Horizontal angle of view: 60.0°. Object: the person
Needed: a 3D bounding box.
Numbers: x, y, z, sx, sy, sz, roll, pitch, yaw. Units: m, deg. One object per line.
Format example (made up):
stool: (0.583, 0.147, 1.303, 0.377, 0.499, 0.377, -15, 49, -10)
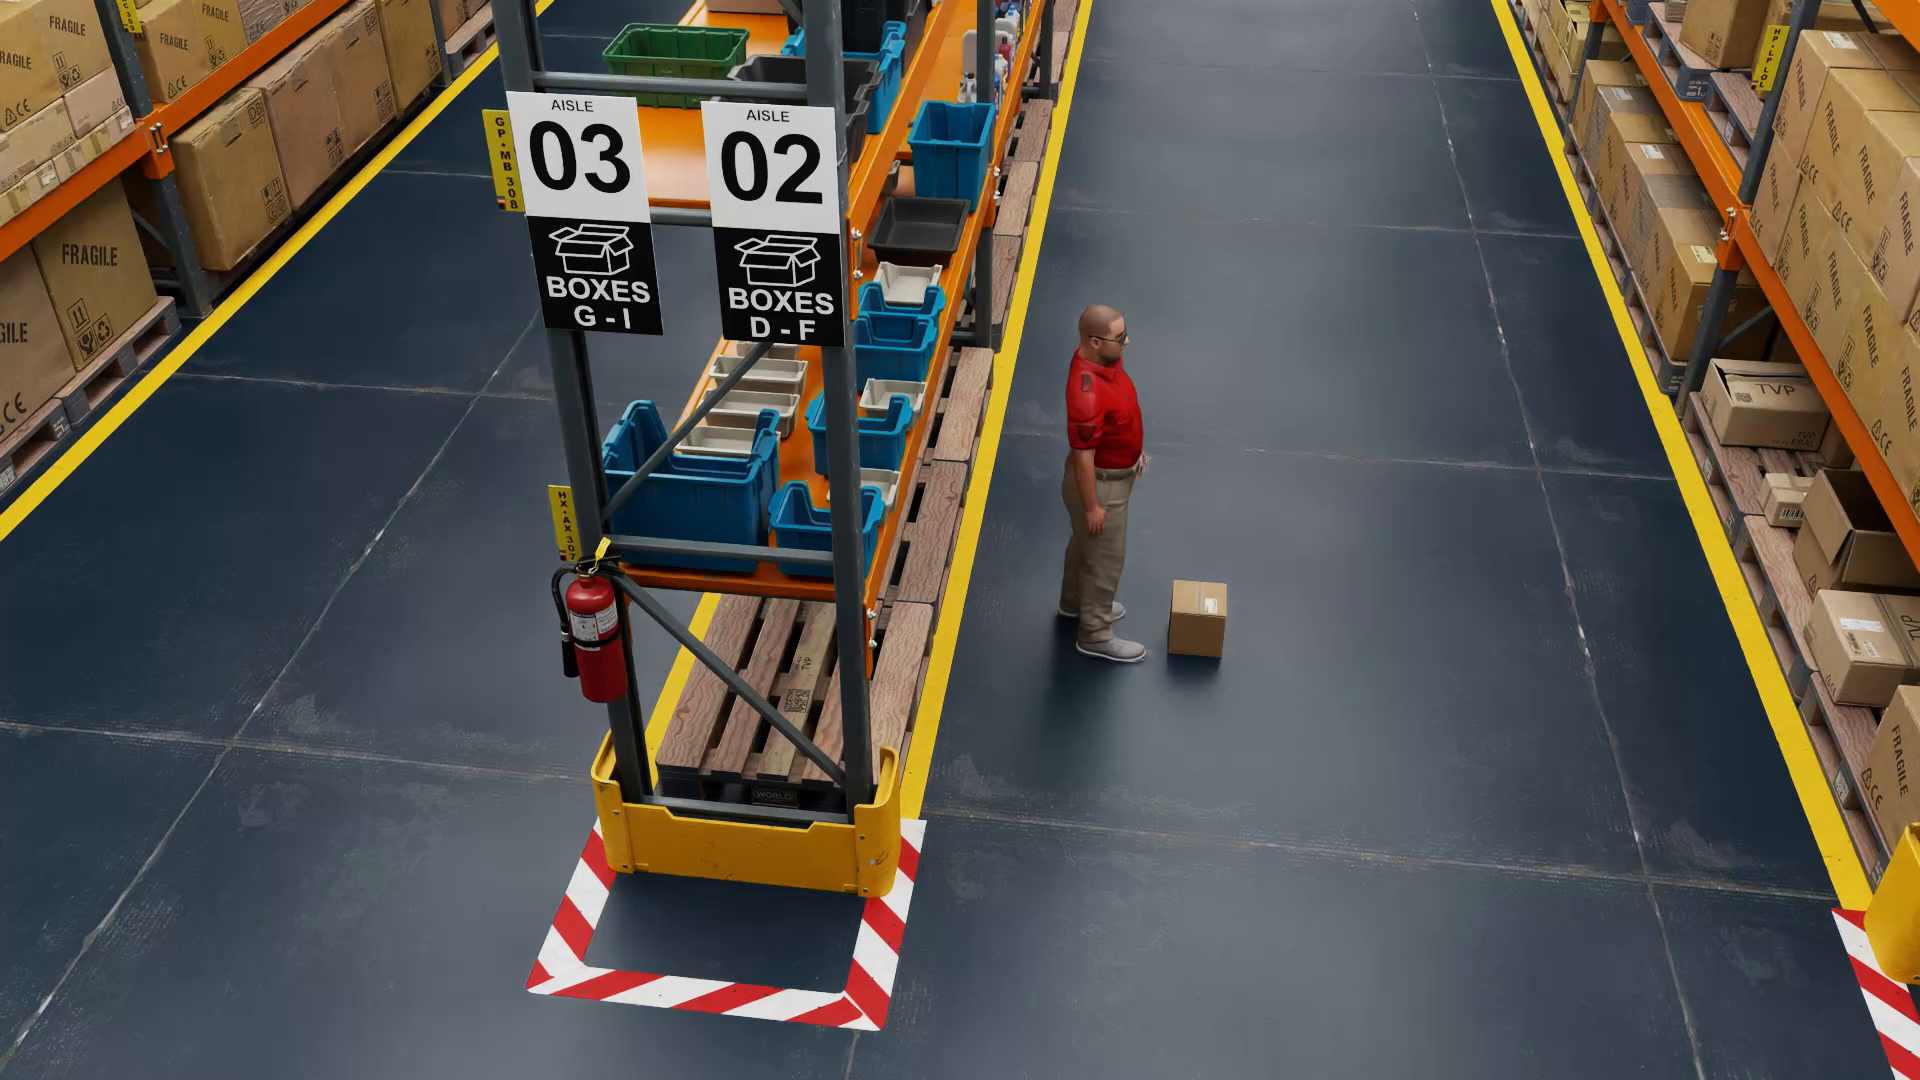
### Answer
person: (0.676, -0.260, 7.419, 0.434, 1.740, 0.558, 5, 36, 6)
